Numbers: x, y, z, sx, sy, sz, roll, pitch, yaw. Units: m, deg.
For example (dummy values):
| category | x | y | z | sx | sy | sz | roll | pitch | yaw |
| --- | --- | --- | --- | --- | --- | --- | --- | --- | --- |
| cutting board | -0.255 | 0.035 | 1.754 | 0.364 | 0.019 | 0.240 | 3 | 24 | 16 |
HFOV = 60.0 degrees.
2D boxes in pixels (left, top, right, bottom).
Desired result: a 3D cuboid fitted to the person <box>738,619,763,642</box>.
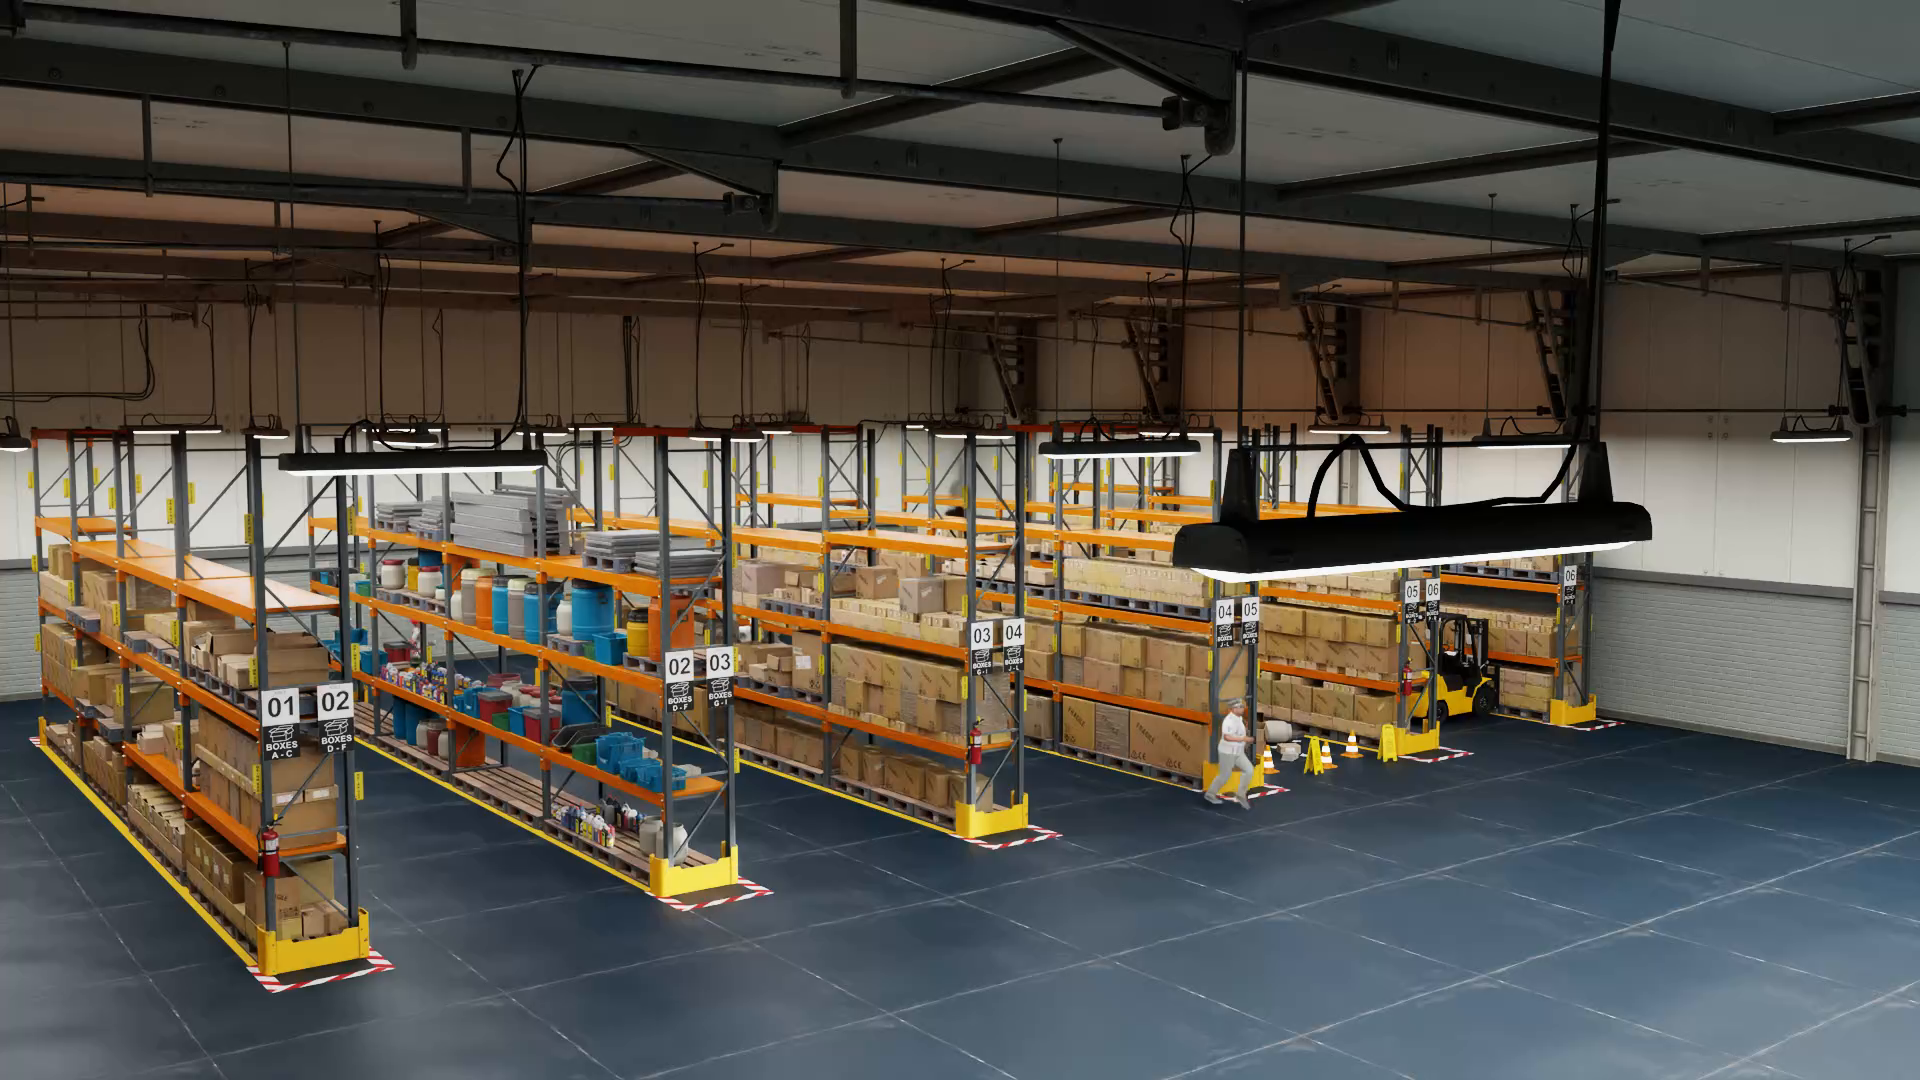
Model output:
| category | x | y | z | sx | sy | sz | roll | pitch | yaw |
| --- | --- | --- | --- | --- | --- | --- | --- | --- | --- |
| person | -4.838 | 2.567 | 37.613 | 0.746 | 1.715 | 1.059 | -4 | 6 | -40 |

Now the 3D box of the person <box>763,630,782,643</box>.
| category | x | y | z | sx | sy | sz | roll | pitch | yaw |
| --- | --- | --- | --- | --- | --- | --- | --- | --- | --- |
| person | -4.695 | 2.228 | 42.133 | 0.692 | 1.691 | 0.678 | -1 | 5 | -6 |

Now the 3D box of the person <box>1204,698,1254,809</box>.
| category | x | y | z | sx | sy | sz | roll | pitch | yaw |
| --- | --- | --- | --- | --- | --- | --- | --- | --- | --- |
| person | 4.311 | 3.396 | 26.453 | 0.836 | 1.814 | 0.678 | 3 | 5 | 32 |

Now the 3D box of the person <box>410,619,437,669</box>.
| category | x | y | z | sx | sy | sz | roll | pitch | yaw |
| --- | --- | --- | --- | --- | --- | --- | --- | --- | --- |
| person | -11.868 | 2.561 | 36.672 | 0.706 | 1.786 | 0.649 | -3 | 5 | -32 |
